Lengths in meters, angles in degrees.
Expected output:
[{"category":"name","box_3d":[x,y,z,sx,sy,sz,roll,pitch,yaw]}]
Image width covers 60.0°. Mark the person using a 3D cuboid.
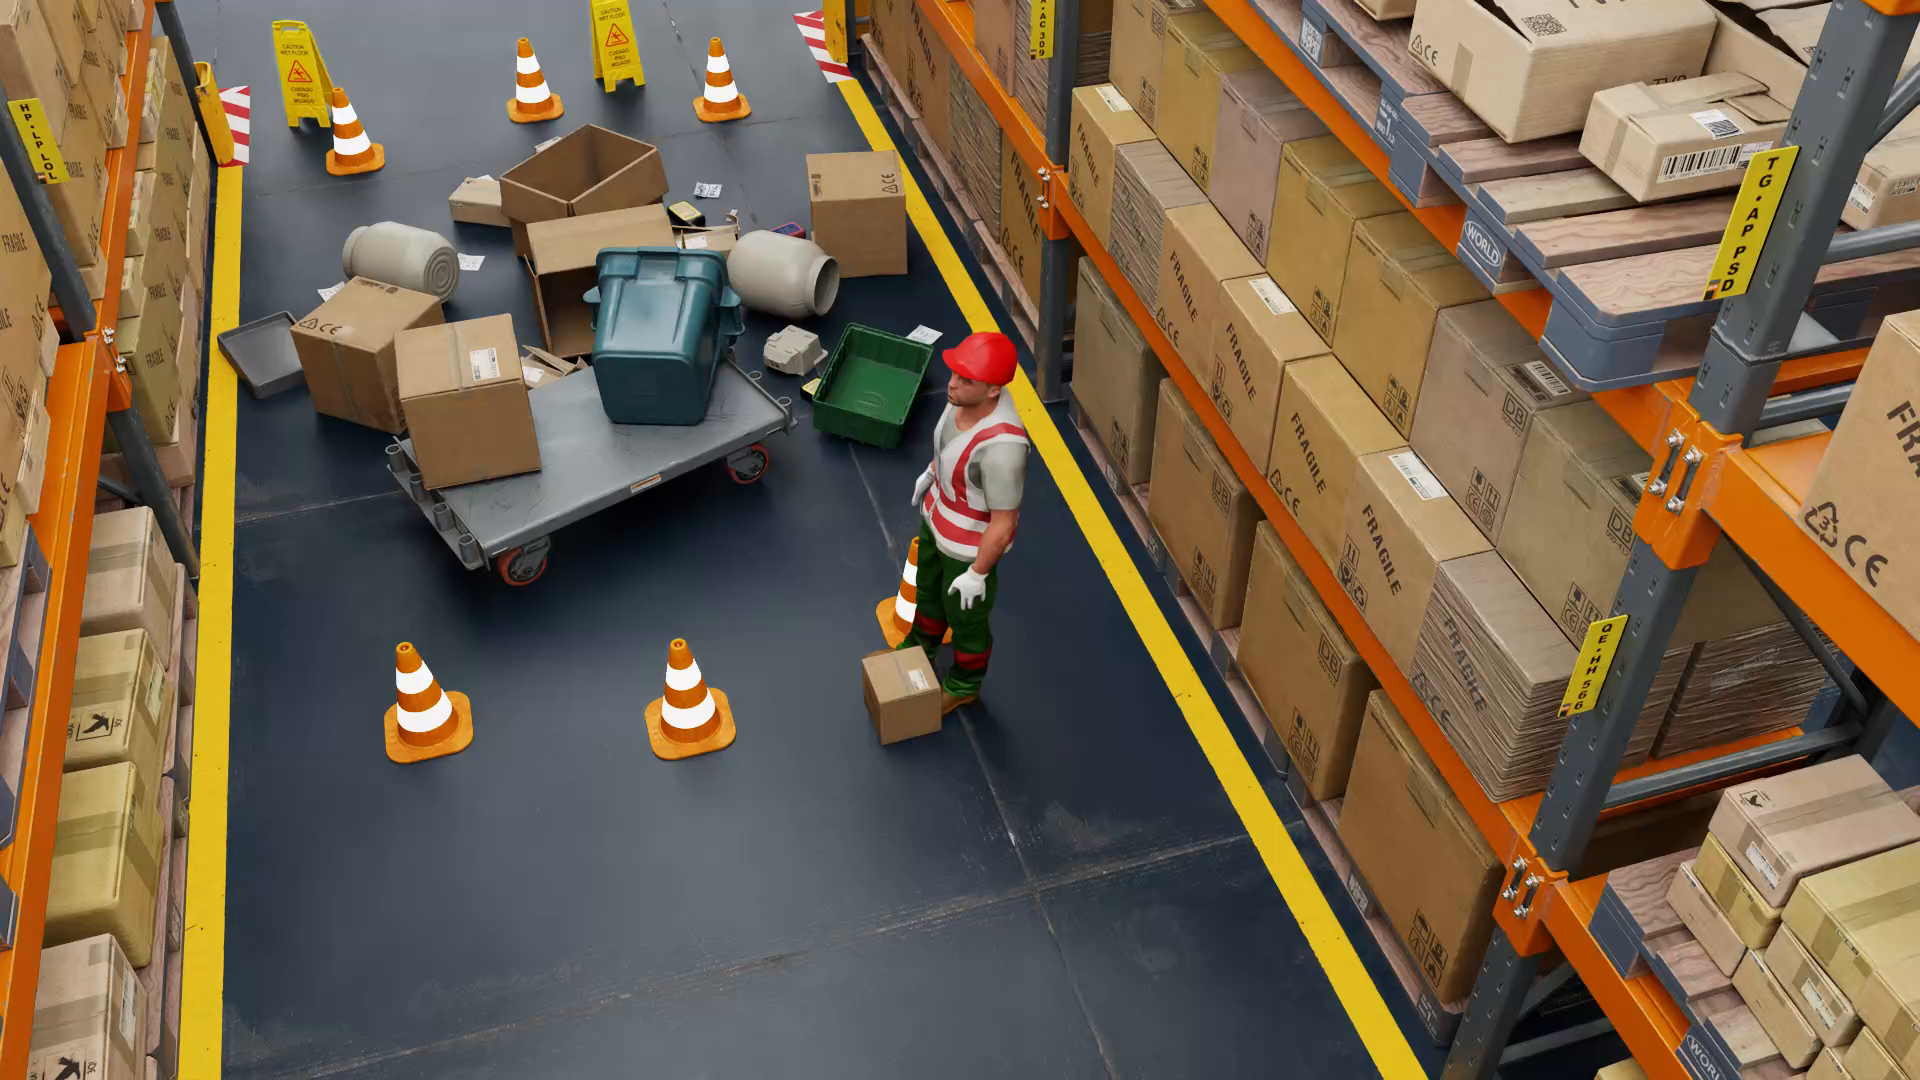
[{"category":"person","box_3d":[-0.058,-0.022,6.153,0.564,1.788,0.624,-12,43,-13]}]
